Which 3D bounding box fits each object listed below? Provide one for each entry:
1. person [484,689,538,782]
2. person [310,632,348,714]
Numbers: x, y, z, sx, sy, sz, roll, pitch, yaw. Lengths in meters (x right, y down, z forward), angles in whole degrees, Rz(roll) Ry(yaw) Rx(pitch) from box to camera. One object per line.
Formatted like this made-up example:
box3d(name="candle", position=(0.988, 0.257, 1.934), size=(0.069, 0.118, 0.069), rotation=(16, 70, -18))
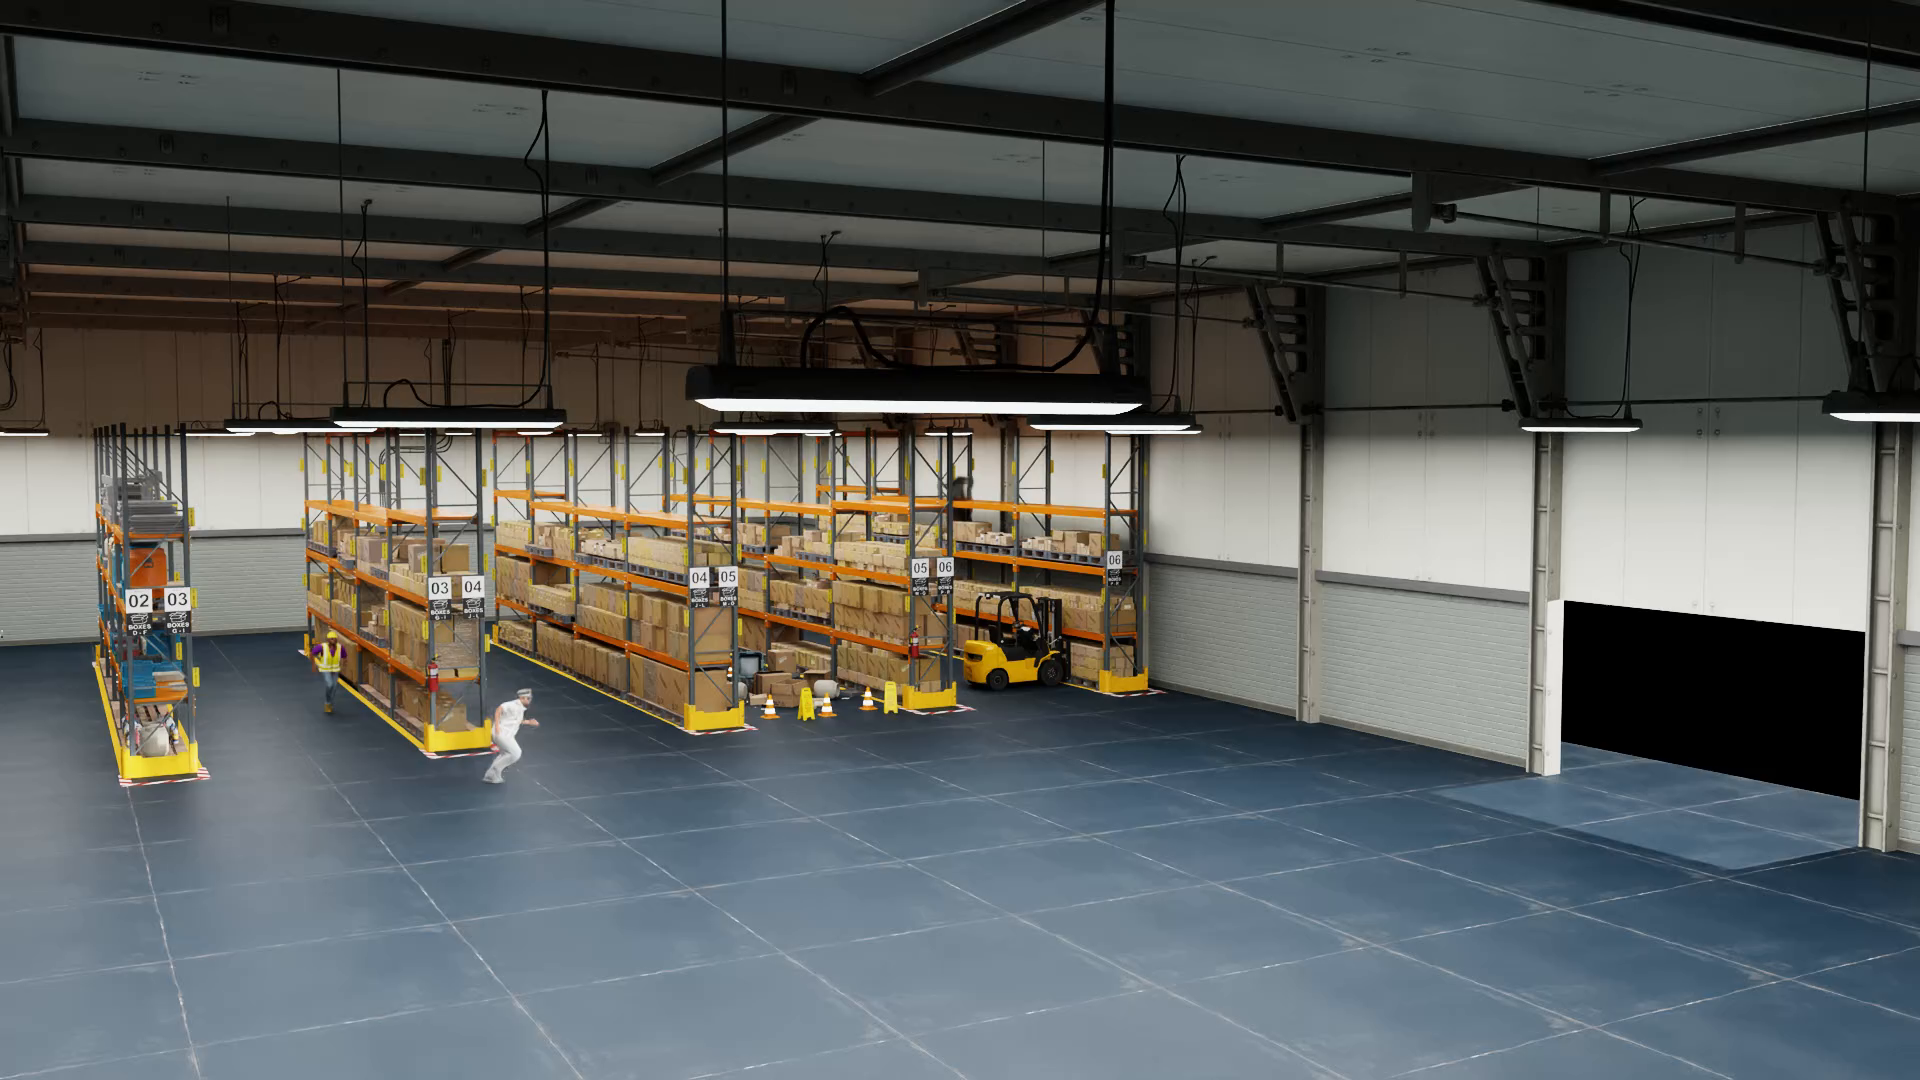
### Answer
box3d(name="person", position=(-7.472, 3.259, 27.566), size=(0.918, 1.575, 0.704), rotation=(0, 3, 3))
box3d(name="person", position=(-13.191, 2.765, 34.798), size=(0.722, 1.727, 0.839), rotation=(-3, 4, -38))
